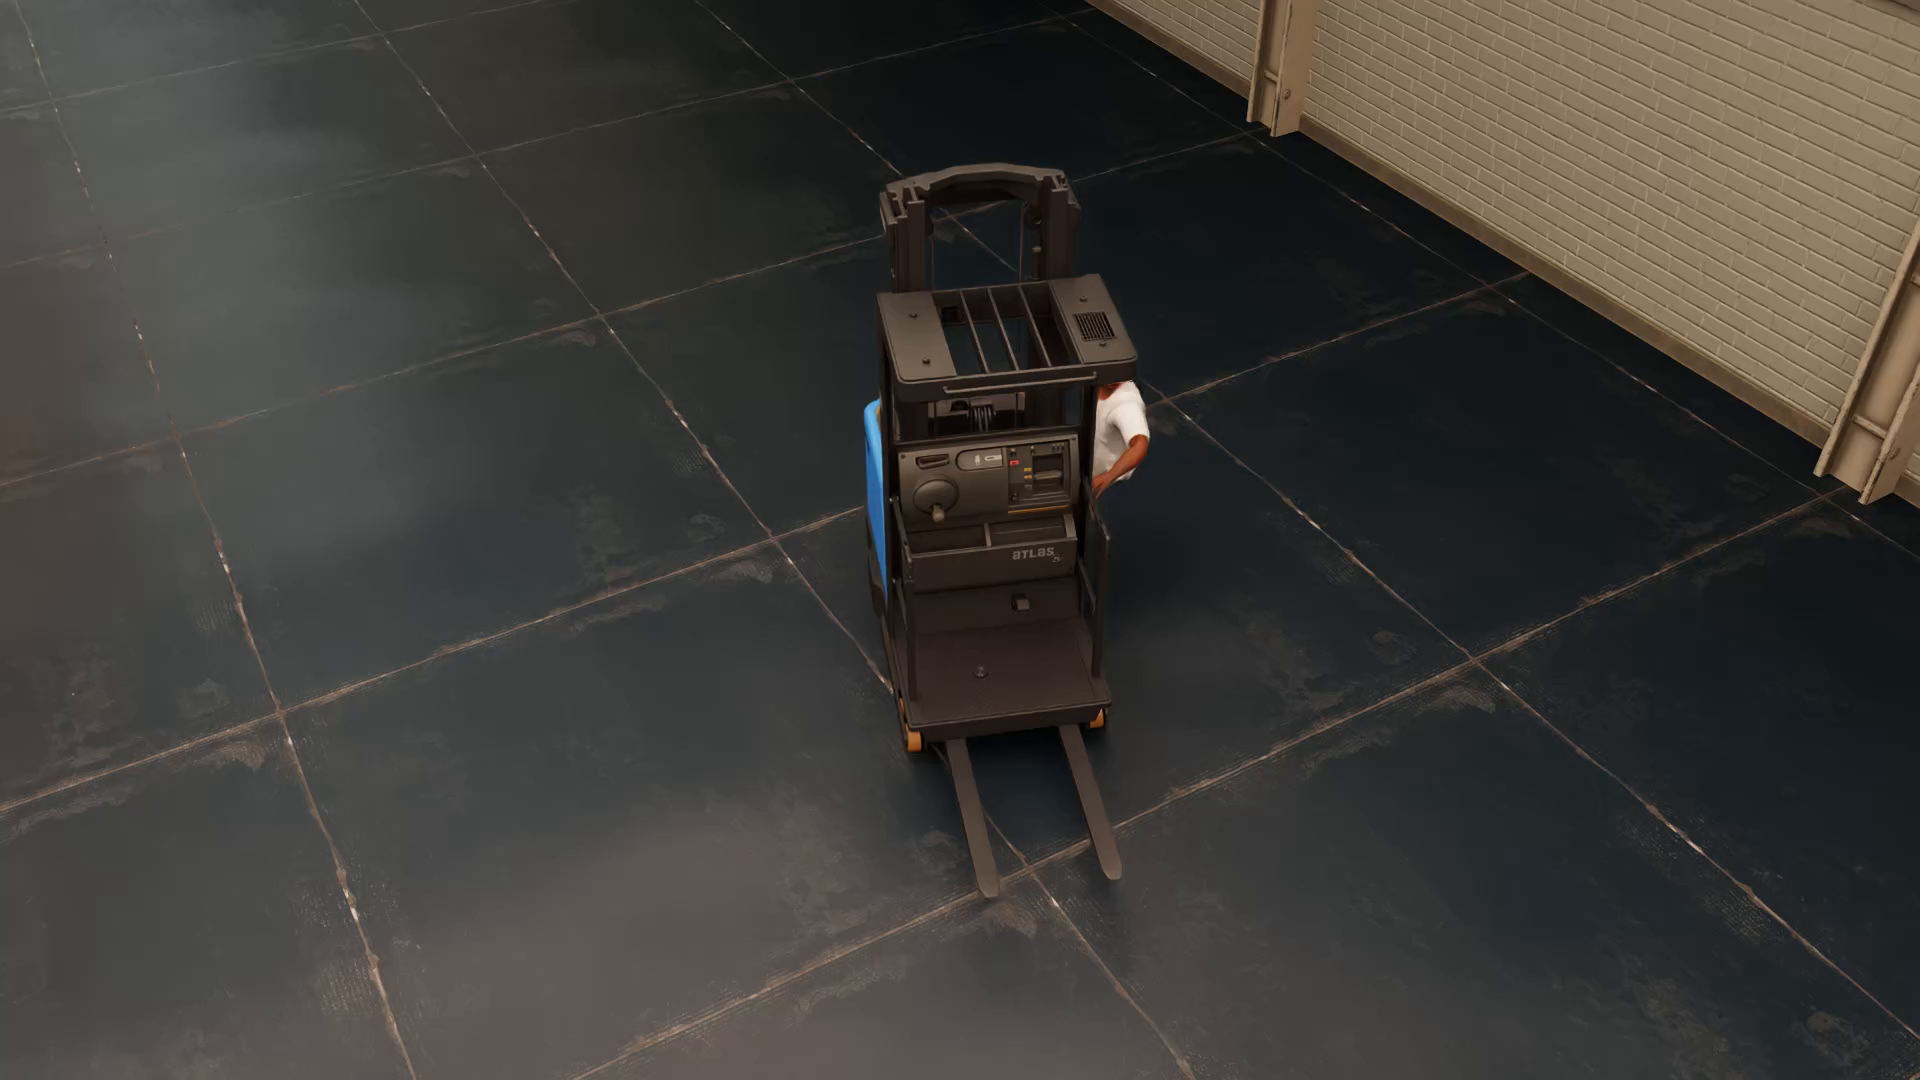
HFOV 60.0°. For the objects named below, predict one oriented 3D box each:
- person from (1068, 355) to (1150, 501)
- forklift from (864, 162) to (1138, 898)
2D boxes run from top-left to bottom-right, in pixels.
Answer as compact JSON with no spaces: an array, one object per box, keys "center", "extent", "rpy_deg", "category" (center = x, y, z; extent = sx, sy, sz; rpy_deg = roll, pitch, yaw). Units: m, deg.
[{"center":[0.635,-0.484,9.645],"extent":[0.842,1.500,1.186],"rpy_deg":[-15,42,-18],"category":"person"},{"center":[0.190,-0.240,8.325],"extent":[1.130,2.935,3.031],"rpy_deg":[-6,40,-8],"category":"forklift"}]
